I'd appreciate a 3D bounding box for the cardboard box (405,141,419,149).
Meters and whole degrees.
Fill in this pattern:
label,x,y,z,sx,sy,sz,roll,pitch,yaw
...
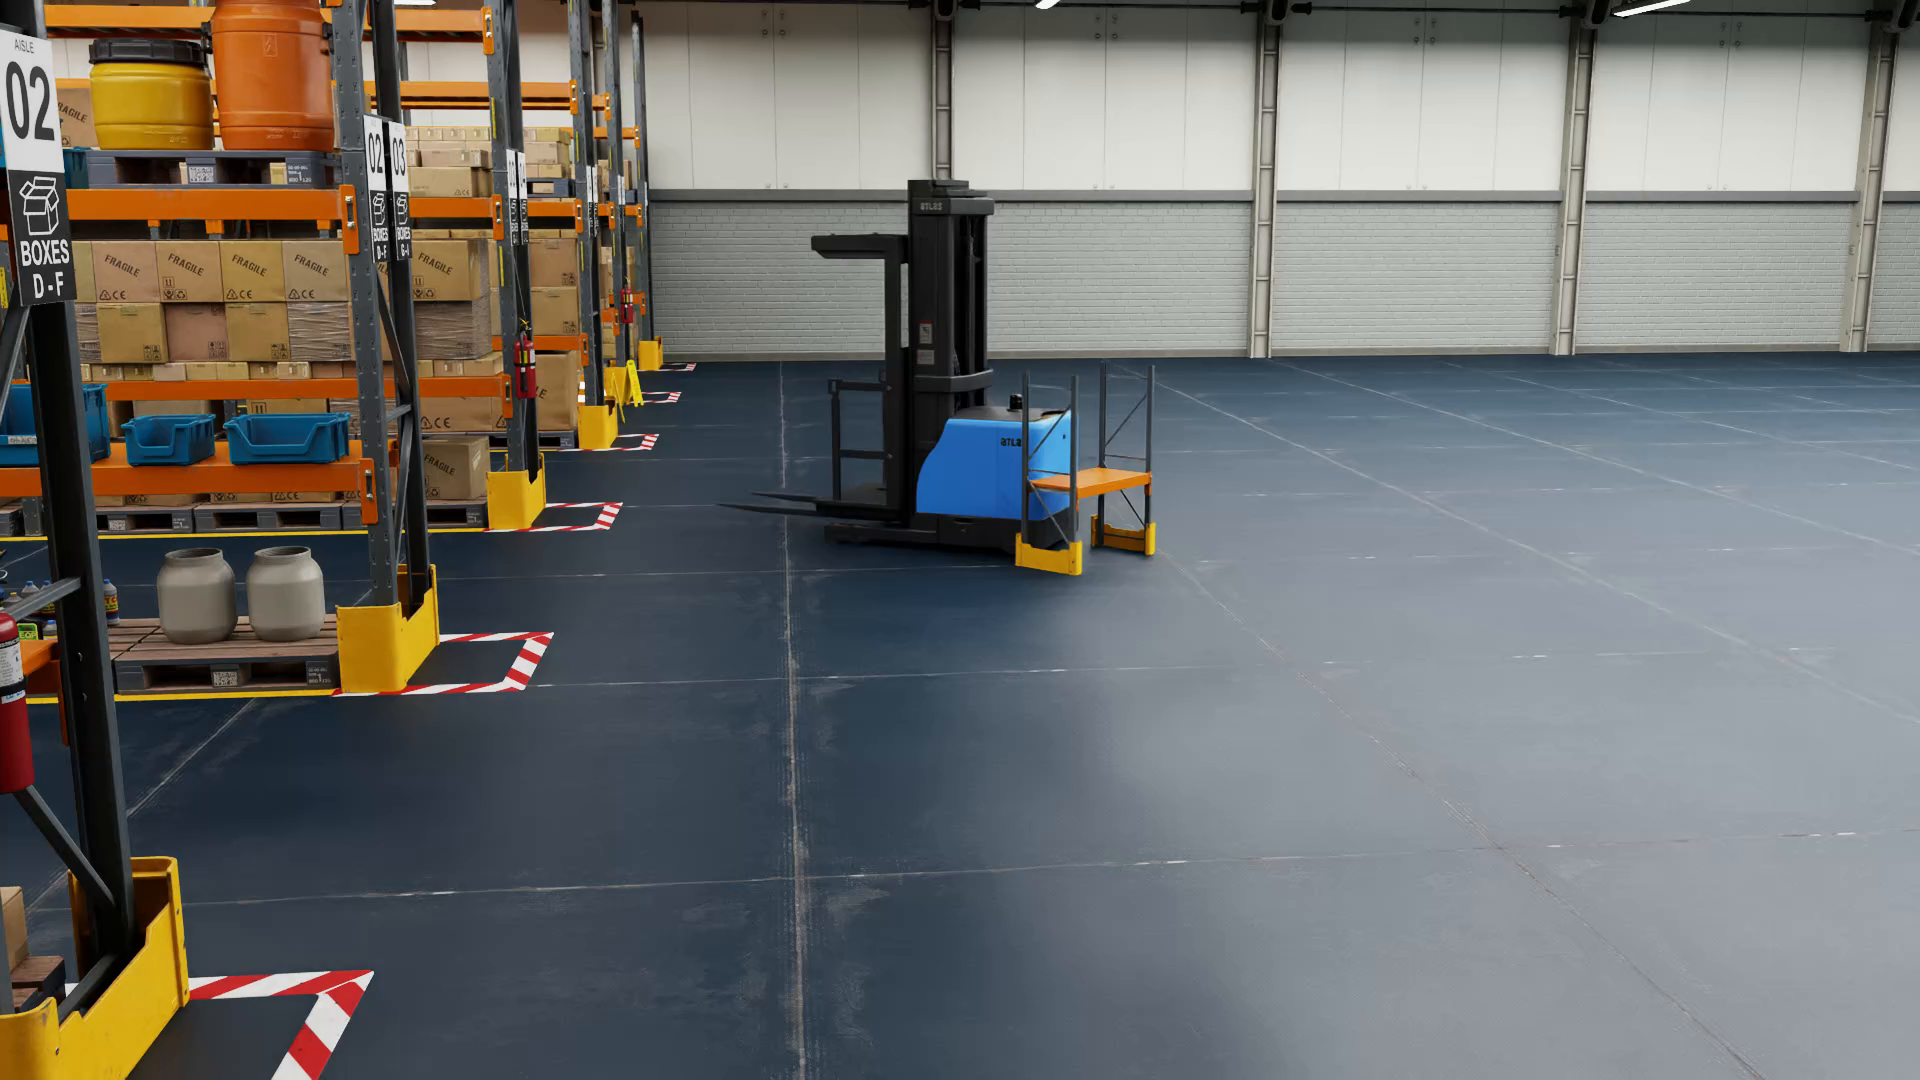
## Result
label,x,y,z,sx,sy,sz,roll,pitch,yaw
cardboard box,-6.268,-4.333,18.628,0.500,0.250,0.500,-1,11,-6

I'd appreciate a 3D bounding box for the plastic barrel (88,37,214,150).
label,x,y,z,sx,sy,sz,roll,pitch,yaw
plastic barrel,-4.463,-2.448,9.190,0.600,0.588,0.600,0,11,0

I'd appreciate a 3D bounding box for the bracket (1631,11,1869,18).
label,x,y,z,sx,sy,sz,roll,pitch,yaw
bracket,14.646,-9.766,30.882,4.783,0.066,0.076,-1,11,-6

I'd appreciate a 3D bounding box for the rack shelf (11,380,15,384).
label,x,y,z,sx,sy,sz,roll,pitch,yaw
rack shelf,-9.843,-1.197,14.048,4.000,0.370,1.077,-1,11,-6

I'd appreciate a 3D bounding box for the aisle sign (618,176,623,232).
label,x,y,z,sx,sy,sz,roll,pitch,yaw
aisle sign,-4.856,-4.797,23.754,0.004,0.787,0.394,-1,11,-6

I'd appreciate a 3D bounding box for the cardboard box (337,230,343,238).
label,x,y,z,sx,sy,sz,roll,pitch,yaw
cardboard box,-8.464,-4.146,23.558,0.500,0.500,0.700,-1,11,-7

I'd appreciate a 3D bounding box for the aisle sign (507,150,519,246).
label,x,y,z,sx,sy,sz,roll,pitch,yaw
aisle sign,-3.784,-2.895,14.078,0.004,0.787,0.394,-1,11,-6

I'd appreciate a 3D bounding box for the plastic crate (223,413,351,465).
label,x,y,z,sx,sy,sz,roll,pitch,yaw
plastic crate,-3.809,-0.585,9.452,0.616,0.251,0.499,-1,11,-6

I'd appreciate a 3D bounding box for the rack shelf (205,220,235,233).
label,x,y,z,sx,sy,sz,roll,pitch,yaw
rack shelf,-10.279,-3.623,18.608,4.000,0.370,1.077,-1,11,-6

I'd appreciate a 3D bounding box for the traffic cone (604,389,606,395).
label,x,y,z,sx,sy,sz,roll,pitch,yaw
traffic cone,-4.779,-1.869,22.176,0.334,0.463,0.336,-1,11,-6

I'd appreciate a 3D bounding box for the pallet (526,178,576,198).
label,x,y,z,sx,sy,sz,roll,pitch,yaw
pallet,-5.050,-4.040,19.094,1.213,0.211,1.003,-1,11,-6

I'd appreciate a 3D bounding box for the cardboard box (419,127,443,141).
label,x,y,z,sx,sy,sz,roll,pitch,yaw
cardboard box,-5.876,-4.525,18.570,0.250,0.149,0.380,-1,11,-7

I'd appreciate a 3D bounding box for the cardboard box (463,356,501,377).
label,x,y,z,sx,sy,sz,roll,pitch,yaw
cardboard box,-4.140,-1.507,14.407,0.250,0.149,0.380,-1,11,-6

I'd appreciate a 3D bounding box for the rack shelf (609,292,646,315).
label,x,y,z,sx,sy,sz,roll,pitch,yaw
rack shelf,-7.477,-4.133,28.981,4.000,0.370,1.077,-1,11,-6

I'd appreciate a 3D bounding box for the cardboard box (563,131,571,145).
label,x,y,z,sx,sy,sz,roll,pitch,yaw
cardboard box,-4.680,-4.678,19.346,0.250,0.149,0.380,-1,11,-5

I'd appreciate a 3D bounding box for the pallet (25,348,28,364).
label,x,y,z,sx,sy,sz,roll,pitch,yaw
pallet,-8.631,-1.510,14.270,1.213,0.211,1.003,-1,11,-6

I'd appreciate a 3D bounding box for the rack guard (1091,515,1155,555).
label,x,y,z,sx,sy,sz,roll,pitch,yaw
rack guard,1.314,-0.044,13.444,0.587,0.250,0.087,9,14,39

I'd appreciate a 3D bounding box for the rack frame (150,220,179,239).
label,x,y,z,sx,sy,sz,roll,pitch,yaw
rack frame,-13.442,-4.361,28.275,0.127,3.000,1.000,-1,11,-6

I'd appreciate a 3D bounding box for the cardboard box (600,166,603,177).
label,x,y,z,sx,sy,sz,roll,pitch,yaw
cardboard box,-5.324,-5.347,24.101,0.250,0.149,0.380,-1,11,-6

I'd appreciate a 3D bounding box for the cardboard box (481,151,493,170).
label,x,y,z,sx,sy,sz,roll,pitch,yaw
cardboard box,-4.177,-3.308,14.497,0.250,0.149,0.380,-1,11,-6

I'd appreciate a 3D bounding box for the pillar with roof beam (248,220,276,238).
label,x,y,z,sx,sy,sz,roll,pitch,yaw
pillar with roof beam,-11.778,-6.679,24.515,0.548,9.000,9.100,-1,11,-6

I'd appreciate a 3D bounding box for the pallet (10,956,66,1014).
label,x,y,z,sx,sy,sz,roll,pitch,yaw
pallet,-3.568,1.617,5.098,1.213,0.211,1.003,-1,11,-6

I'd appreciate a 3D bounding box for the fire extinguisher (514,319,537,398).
label,x,y,z,sx,sy,sz,roll,pitch,yaw
fire extinguisher,-3.715,-1.552,14.185,0.183,0.674,0.296,-1,11,-6

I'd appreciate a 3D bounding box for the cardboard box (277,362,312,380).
label,x,y,z,sx,sy,sz,roll,pitch,yaw
cardboard box,-5.619,-1.455,14.146,0.250,0.149,0.380,-1,11,-6

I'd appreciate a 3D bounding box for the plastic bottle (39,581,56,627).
label,x,y,z,sx,sy,sz,roll,pitch,yaw
plastic bottle,-5.520,0.382,10.079,0.097,0.271,0.097,0,11,0

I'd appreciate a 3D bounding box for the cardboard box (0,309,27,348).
label,x,y,z,sx,sy,sz,roll,pitch,yaw
cardboard box,-8.660,-2.103,14.145,1.000,1.000,1.000,-1,11,-6

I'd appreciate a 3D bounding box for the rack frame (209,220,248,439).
label,x,y,z,sx,sy,sz,roll,pitch,yaw
rack frame,-8.290,-2.545,19.040,0.127,3.000,1.000,-1,11,-6

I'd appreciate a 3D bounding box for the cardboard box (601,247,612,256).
label,x,y,z,sx,sy,sz,roll,pitch,yaw
cardboard box,-6.064,-4.982,28.722,0.250,0.149,0.380,-1,11,-6

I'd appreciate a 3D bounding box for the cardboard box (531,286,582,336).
label,x,y,z,sx,sy,sz,roll,pitch,yaw
cardboard box,-4.678,-2.686,19.366,0.550,0.550,0.875,-1,11,-6

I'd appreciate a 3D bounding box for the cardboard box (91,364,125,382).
label,x,y,z,sx,sy,sz,roll,pitch,yaw
cardboard box,-7.113,-1.429,14.012,0.250,0.149,0.380,-1,11,-6

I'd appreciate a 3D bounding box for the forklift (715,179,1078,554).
label,x,y,z,sx,sy,sz,roll,pitch,yaw
forklift,-0.581,-1.482,13.810,3.031,2.935,1.130,4,12,21

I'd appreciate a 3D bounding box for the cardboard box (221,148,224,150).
label,x,y,z,sx,sy,sz,roll,pitch,yaw
cardboard box,-5.954,-3.180,13.847,0.250,0.149,0.380,-1,11,-5

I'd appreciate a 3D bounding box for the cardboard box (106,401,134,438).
label,x,y,z,sx,sy,sz,roll,pitch,yaw
cardboard box,-9.857,-1.598,18.964,0.750,0.750,1.050,-1,11,-6

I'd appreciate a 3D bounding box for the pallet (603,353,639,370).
label,x,y,z,sx,sy,sz,roll,pitch,yaw
pallet,-6.244,-3.136,29.270,1.213,0.211,1.003,-1,11,-6

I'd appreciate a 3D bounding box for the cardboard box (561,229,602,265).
label,x,y,z,sx,sy,sz,roll,pitch,yaw
cardboard box,-5.433,-4.209,23.880,0.500,0.500,0.700,-1,11,-7

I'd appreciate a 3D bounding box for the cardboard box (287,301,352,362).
label,x,y,z,sx,sy,sz,roll,pitch,yaw
cardboard box,-5.414,-1.829,14.364,0.500,0.500,0.875,-1,11,-6

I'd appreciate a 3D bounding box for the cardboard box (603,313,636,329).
label,x,y,z,sx,sy,sz,roll,pitch,yaw
cardboard box,-5.913,-3.806,28.898,0.500,0.250,0.500,-1,11,-4

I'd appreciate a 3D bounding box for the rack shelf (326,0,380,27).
label,x,y,z,sx,sy,sz,roll,pitch,yaw
rack shelf,-5.332,-3.078,9.100,4.000,0.370,1.077,-1,11,-6

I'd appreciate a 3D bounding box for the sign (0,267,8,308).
label,x,y,z,sx,sy,sz,roll,pitch,yaw
sign,-7.792,-2.054,13.538,0.005,0.325,0.100,-1,11,-6

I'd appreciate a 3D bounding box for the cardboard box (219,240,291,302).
label,x,y,z,sx,sy,sz,roll,pitch,yaw
cardboard box,-5.890,-2.272,14.026,0.500,0.500,0.500,-1,11,-6

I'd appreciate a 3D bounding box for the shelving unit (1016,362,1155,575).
label,x,y,z,sx,sy,sz,roll,pitch,yaw
shelving unit,0.994,-0.584,12.949,0.587,1.500,1.083,9,14,39

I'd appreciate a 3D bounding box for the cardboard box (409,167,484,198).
label,x,y,z,sx,sy,sz,roll,pitch,yaw
cardboard box,-4.330,-3.015,14.041,0.500,0.250,0.500,-1,11,-5

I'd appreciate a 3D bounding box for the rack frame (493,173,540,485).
label,x,y,z,sx,sy,sz,roll,pitch,yaw
rack frame,-3.878,-1.675,14.614,0.127,3.000,1.000,-1,11,-6

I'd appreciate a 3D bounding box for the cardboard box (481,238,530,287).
label,x,y,z,sx,sy,sz,roll,pitch,yaw
cardboard box,-5.224,-3.203,19.195,0.550,0.550,0.875,-1,11,-6

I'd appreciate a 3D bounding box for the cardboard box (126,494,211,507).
label,x,y,z,sx,sy,sz,roll,pitch,yaw
cardboard box,-6.885,-0.586,14.463,0.500,0.500,0.500,2,11,12

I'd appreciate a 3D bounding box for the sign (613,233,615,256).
label,x,y,z,sx,sy,sz,roll,pitch,yaw
sign,-4.909,-4.192,23.596,0.005,0.325,0.100,-1,11,-6

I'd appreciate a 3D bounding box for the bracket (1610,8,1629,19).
label,x,y,z,sx,sy,sz,roll,pitch,yaw
bracket,12.068,-9.711,30.608,0.430,0.232,0.235,-1,11,-6

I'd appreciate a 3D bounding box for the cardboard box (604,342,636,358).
label,x,y,z,sx,sy,sz,roll,pitch,yaw
cardboard box,-5.921,-3.314,28.990,0.500,0.250,0.500,-1,11,-6

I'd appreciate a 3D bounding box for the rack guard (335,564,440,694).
label,x,y,z,sx,sy,sz,roll,pitch,yaw
rack guard,-3.414,0.512,9.970,0.348,0.500,1.175,-1,11,-6
